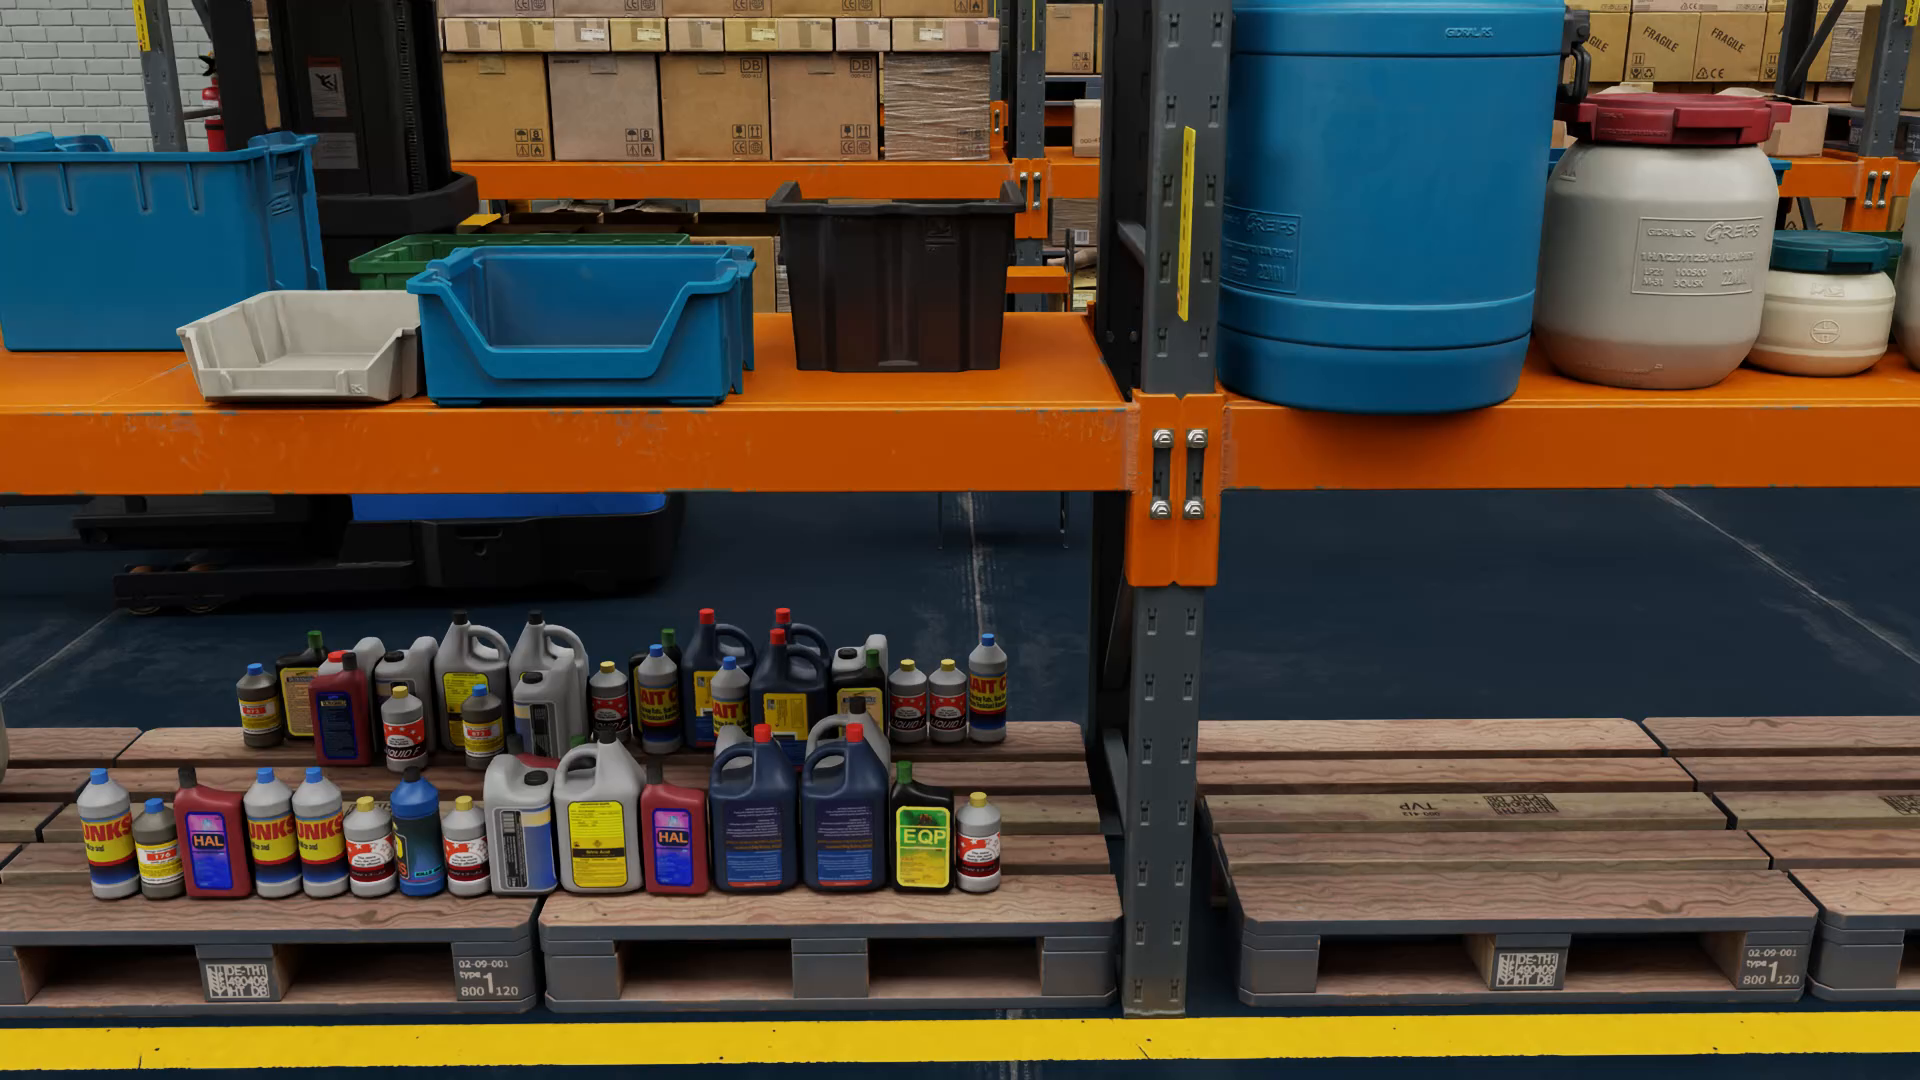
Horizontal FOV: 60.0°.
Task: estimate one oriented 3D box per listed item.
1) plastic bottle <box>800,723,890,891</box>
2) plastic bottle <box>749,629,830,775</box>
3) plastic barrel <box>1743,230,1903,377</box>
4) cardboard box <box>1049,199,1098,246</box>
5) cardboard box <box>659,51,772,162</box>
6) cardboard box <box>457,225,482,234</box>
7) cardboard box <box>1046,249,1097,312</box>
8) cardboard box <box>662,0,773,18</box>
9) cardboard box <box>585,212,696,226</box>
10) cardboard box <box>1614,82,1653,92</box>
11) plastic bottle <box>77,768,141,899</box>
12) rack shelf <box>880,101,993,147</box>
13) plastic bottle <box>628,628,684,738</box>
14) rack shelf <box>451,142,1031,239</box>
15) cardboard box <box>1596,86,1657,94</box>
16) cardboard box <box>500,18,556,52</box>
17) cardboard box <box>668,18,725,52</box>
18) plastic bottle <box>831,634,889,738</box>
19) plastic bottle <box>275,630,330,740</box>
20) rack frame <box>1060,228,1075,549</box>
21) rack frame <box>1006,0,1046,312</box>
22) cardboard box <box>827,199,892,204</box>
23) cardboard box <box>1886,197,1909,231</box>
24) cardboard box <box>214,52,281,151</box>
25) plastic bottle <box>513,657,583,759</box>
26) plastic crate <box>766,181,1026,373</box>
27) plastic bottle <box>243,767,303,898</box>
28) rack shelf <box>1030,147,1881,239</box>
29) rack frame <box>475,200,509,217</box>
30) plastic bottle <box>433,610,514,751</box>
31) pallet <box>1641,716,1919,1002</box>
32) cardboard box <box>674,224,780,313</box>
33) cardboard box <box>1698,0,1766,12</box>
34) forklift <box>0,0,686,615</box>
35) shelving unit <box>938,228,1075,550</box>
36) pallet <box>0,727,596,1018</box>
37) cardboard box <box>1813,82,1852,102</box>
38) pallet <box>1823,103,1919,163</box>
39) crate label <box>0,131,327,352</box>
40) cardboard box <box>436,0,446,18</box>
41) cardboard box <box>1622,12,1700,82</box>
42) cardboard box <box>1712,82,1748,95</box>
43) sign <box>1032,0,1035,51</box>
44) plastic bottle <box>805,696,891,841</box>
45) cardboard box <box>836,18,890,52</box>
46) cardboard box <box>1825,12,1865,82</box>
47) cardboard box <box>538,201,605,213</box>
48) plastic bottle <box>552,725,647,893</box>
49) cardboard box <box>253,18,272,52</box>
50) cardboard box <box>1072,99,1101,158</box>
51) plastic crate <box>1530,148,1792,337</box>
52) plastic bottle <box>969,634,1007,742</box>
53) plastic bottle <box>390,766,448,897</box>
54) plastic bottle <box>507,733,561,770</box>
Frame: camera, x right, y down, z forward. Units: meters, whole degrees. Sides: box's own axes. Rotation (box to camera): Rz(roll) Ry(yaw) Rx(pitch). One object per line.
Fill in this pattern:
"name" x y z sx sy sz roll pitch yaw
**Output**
"plastic bottle" -0.243 0.556 3.520 0.185 0.351 0.144 -1 18 -2
"plastic bottle" -0.415 0.386 4.050 0.185 0.351 0.144 0 18 -1
"plastic barrel" 1.722 -0.481 3.362 0.301 0.262 0.301 0 18 0
"cardboard box" 0.976 -2.641 13.241 0.500 0.500 0.700 0 18 1
"cardboard box" -1.151 -2.138 8.137 0.500 0.500 0.700 0 18 0
"cardboard box" -2.638 -1.266 8.170 0.500 0.500 0.500 0 18 -1
"cardboard box" 0.722 -1.347 8.732 0.500 0.311 0.500 0 18 -1
"cardboard box" -1.128 -2.756 7.941 0.500 0.500 0.700 0 18 -1
"cardboard box" -1.647 -1.433 8.691 0.500 0.500 0.500 0 18 -1
"cardboard box" 5.091 -3.427 12.698 0.250 0.149 0.380 0 18 1
"plastic bottle" -1.785 0.608 3.487 0.097 0.271 0.097 0 18 0
"rack shelf" -1.760 -3.261 12.979 4.000 0.370 1.077 0 18 -1
"plastic bottle" -0.772 0.363 4.232 0.133 0.283 0.061 1 18 2
"rack shelf" -1.678 -1.748 8.263 4.000 0.370 1.077 0 18 -1
"cardboard box" 3.424 -2.132 8.428 0.500 0.311 0.500 0 18 -2
"cardboard box" -1.994 -2.380 7.831 0.250 0.149 0.380 -1 18 -2
"cardboard box" -1.216 -2.384 7.843 0.250 0.149 0.380 0 18 1
"plastic bottle" -0.252 0.378 4.197 0.135 0.276 0.152 0 18 1
"plastic bottle" -1.657 0.367 4.219 0.133 0.283 0.061 0 18 0
"rack frame" 0.409 -0.573 6.370 0.015 1.200 0.240 0 18 -1
"rack frame" 0.322 -2.100 8.183 0.127 3.000 1.000 0 18 -1
"cardboard box" -0.797 -2.615 13.160 0.500 0.500 0.500 -2 18 -5
"cardboard box" 7.591 -2.785 13.150 0.750 0.750 0.750 0 18 0
"cardboard box" -3.211 -2.127 8.102 0.500 0.500 0.700 0 18 -1
"plastic bottle" -1.004 0.426 4.049 0.135 0.276 0.152 0 18 -1
"plastic crate" -0.129 -0.594 3.590 0.504 0.338 0.767 0 18 -1
"plastic bottle" -1.443 0.607 3.492 0.097 0.271 0.097 0 18 0
"rack shelf" 2.322 -1.767 8.323 4.000 0.370 1.077 0 18 -1
"rack frame" -3.760 -3.594 12.839 0.127 3.000 1.000 0 18 -1
"plastic bottle" -1.217 0.346 4.175 0.185 0.351 0.144 0 18 1
"pallet" 2.404 0.718 3.963 1.213 0.211 1.003 0 18 -1
"cardboard box" -1.138 -1.276 8.202 0.500 0.500 0.500 0 18 -1
"cardboard box" 5.735 -4.118 12.563 0.500 0.250 0.500 0 18 0
"forklift" -2.587 -1.306 5.821 3.031 2.935 1.130 -2 18 -5
"shelving unit" 0.166 -0.572 6.367 0.503 1.200 0.258 0 18 -1
"pallet" -1.499 0.738 3.901 1.213 0.211 1.003 0 18 -1
"cardboard box" 6.634 -3.461 12.803 0.250 0.149 0.380 -1 18 -2
"pallet" 4.998 -2.053 8.350 1.003 0.211 1.213 0 18 -1
"crate label" -1.767 -0.676 3.687 0.616 0.435 0.502 0 18 -1
"cardboard box" -2.632 -2.749 7.918 0.500 0.500 0.700 -1 18 -2
"cardboard box" 5.253 -3.755 12.658 0.500 0.500 0.500 0 18 1
"cardboard box" 5.858 -3.468 12.825 0.250 0.149 0.380 0 18 0
"sign" 0.332 -2.380 7.510 0.005 0.325 0.100 0 18 -1
"plastic bottle" -0.245 0.512 3.658 0.185 0.351 0.144 0 18 -1
"cardboard box" -0.456 -2.387 7.852 0.250 0.149 0.380 -1 18 -2
"cardboard box" 6.769 -3.766 12.692 0.500 0.500 0.500 0 18 -1
"cardboard box" -3.066 -2.499 13.107 0.500 0.311 0.500 -2 18 -7
"plastic bottle" -0.758 0.558 3.513 0.185 0.351 0.144 0 18 -1
"cardboard box" -3.282 -2.373 7.809 0.250 0.149 0.380 0 18 -1
"cardboard box" 0.813 -2.044 8.255 0.500 0.250 0.500 1 18 3
"plastic crate" 1.494 -0.680 3.782 0.575 0.384 0.392 0 18 -1
"plastic bottle" 0.071 0.370 4.229 0.097 0.271 0.097 0 18 0
"plastic bottle" -1.140 0.605 3.497 0.097 0.271 0.097 0 18 0
"plastic bottle" -0.923 0.558 3.626 0.133 0.283 0.061 0 18 -1
